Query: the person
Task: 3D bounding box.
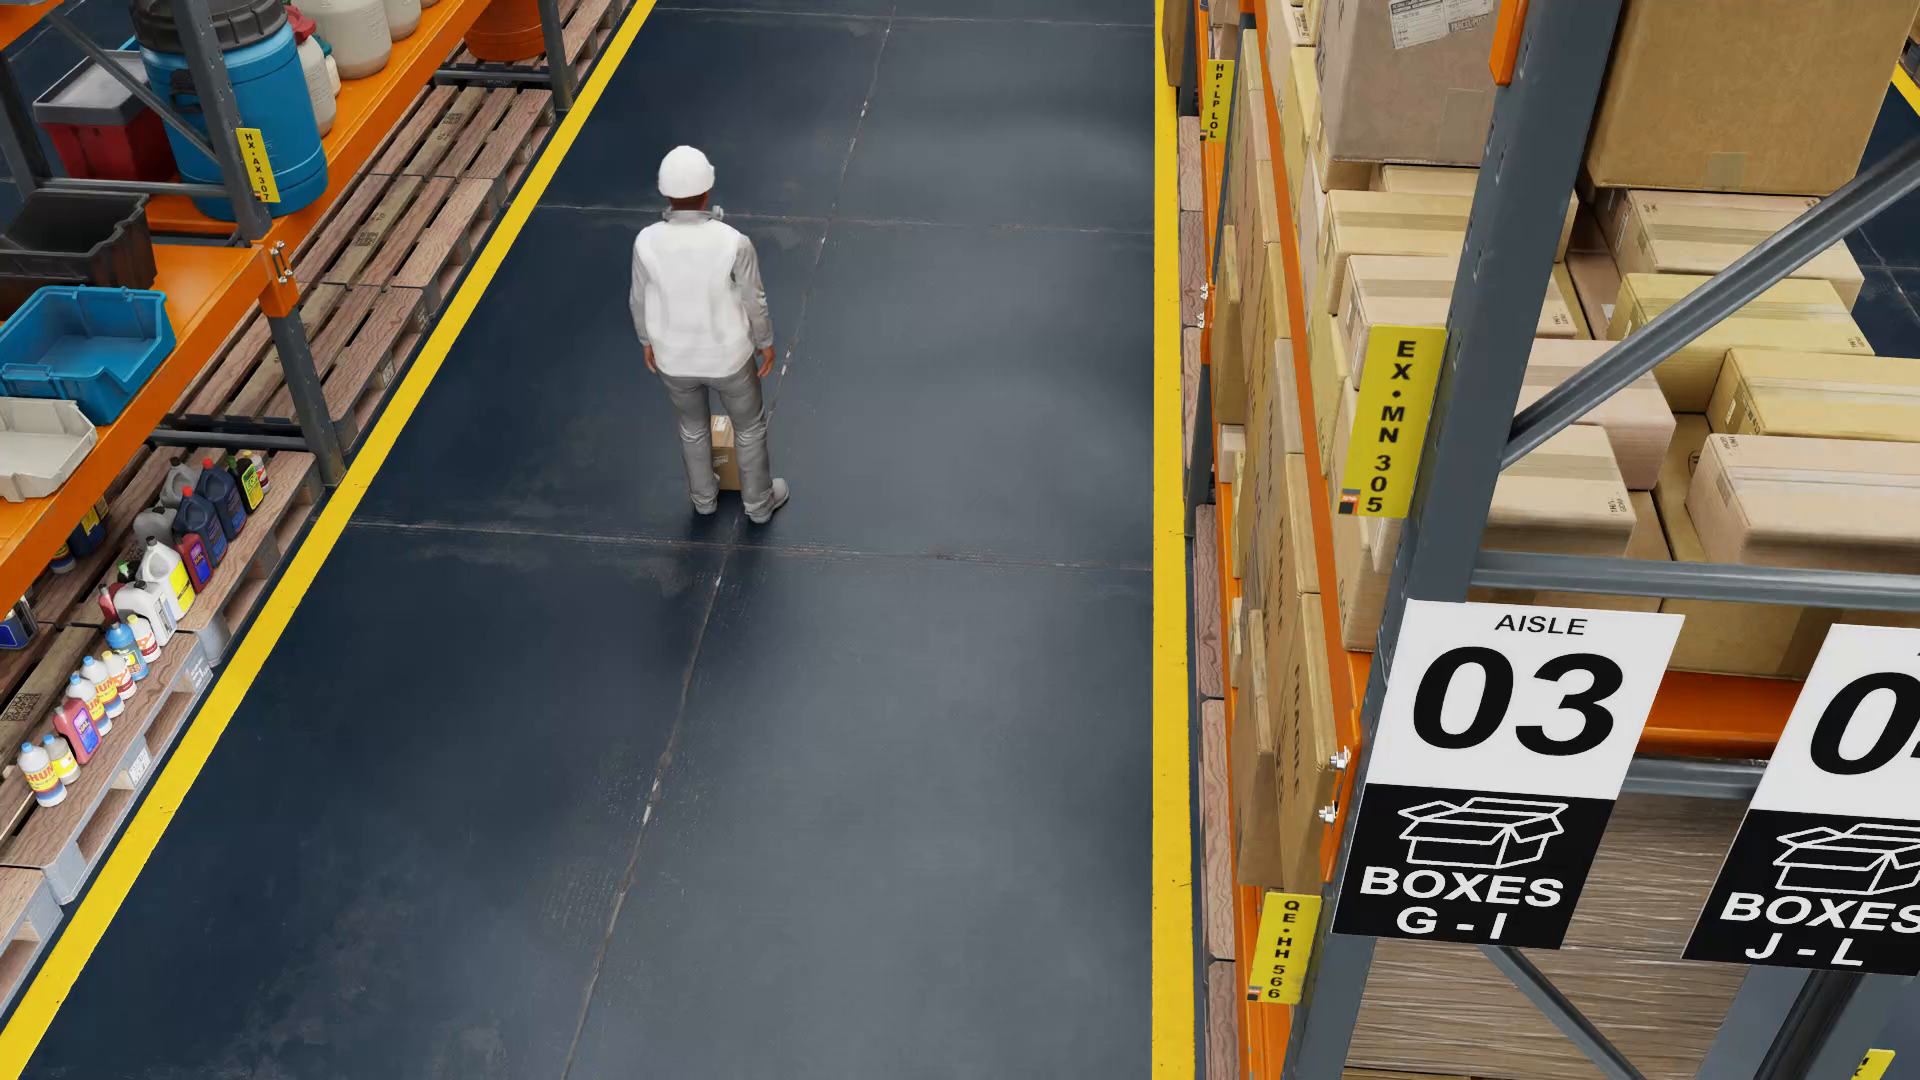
[{"bbox_3d":[-1.087,-0.833,7.135,0.585,1.771,0.466,3,40,3],"label":"person"}]
